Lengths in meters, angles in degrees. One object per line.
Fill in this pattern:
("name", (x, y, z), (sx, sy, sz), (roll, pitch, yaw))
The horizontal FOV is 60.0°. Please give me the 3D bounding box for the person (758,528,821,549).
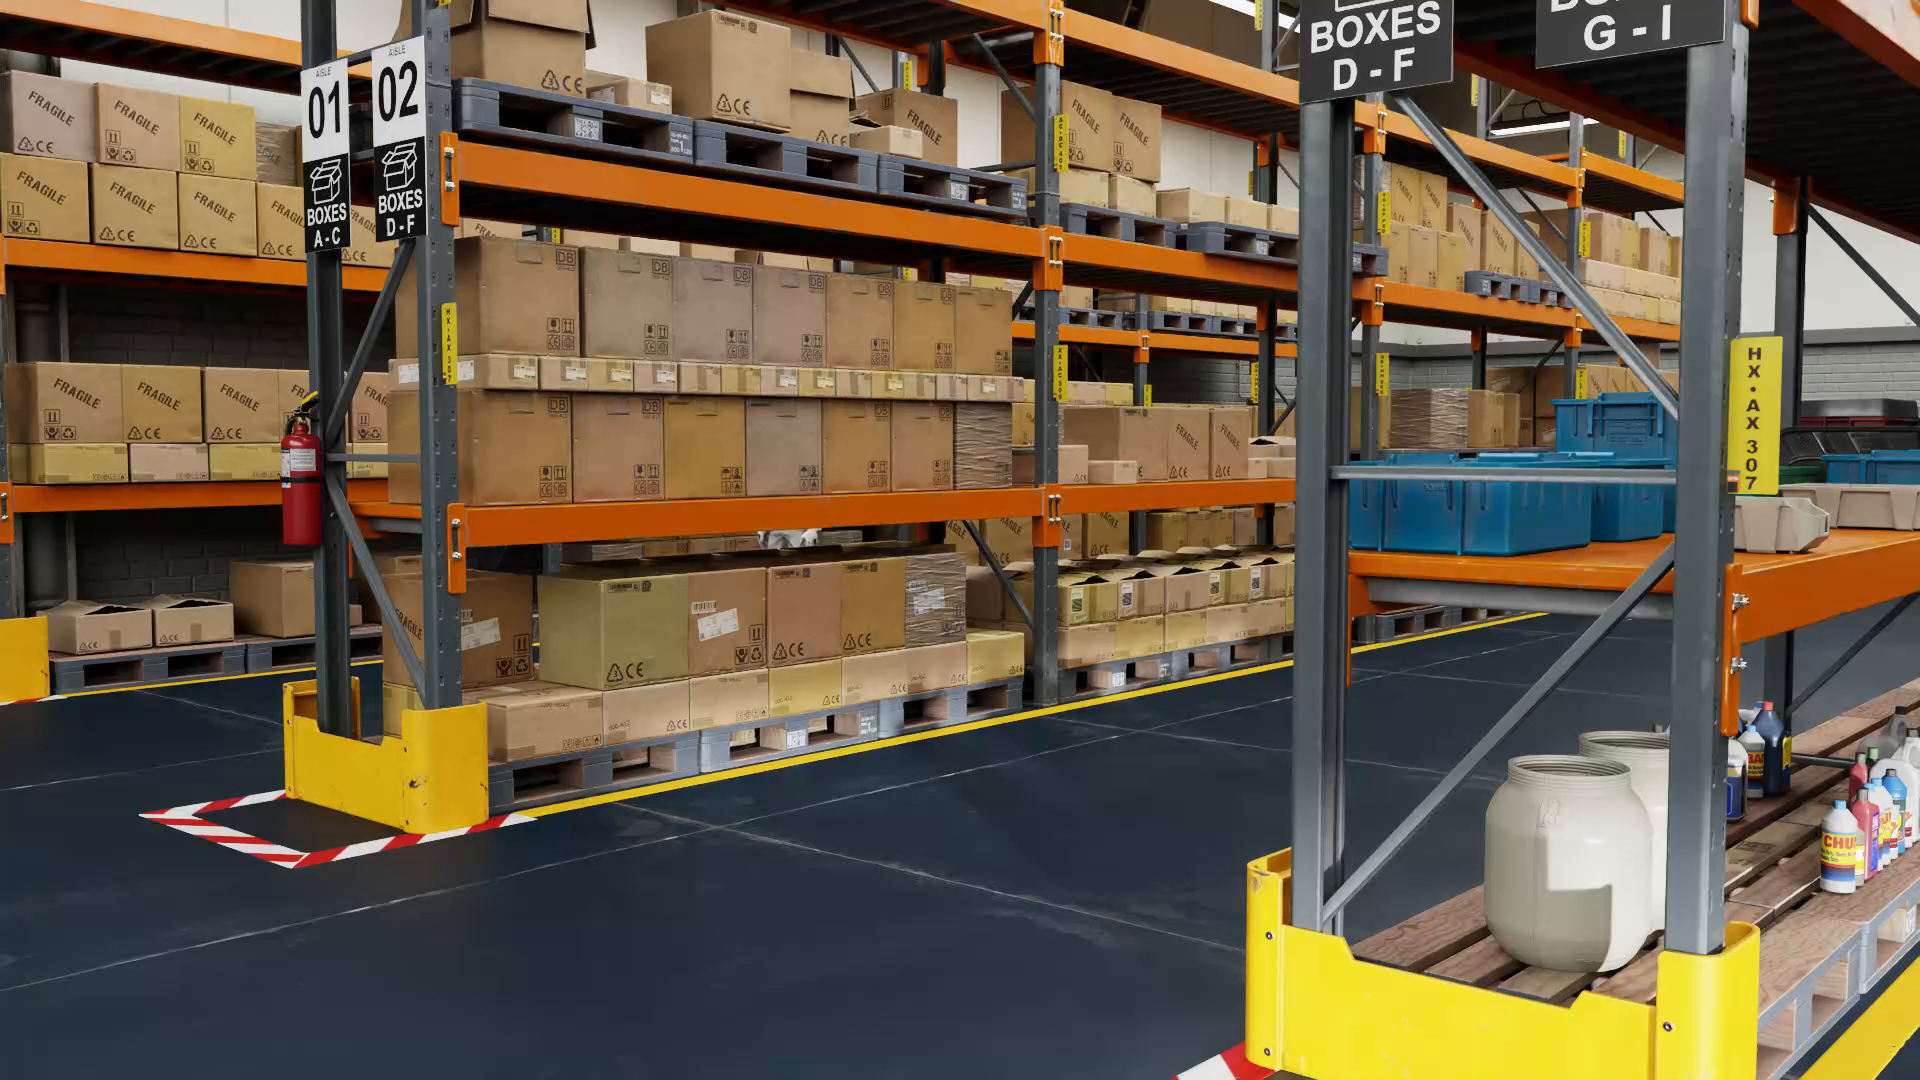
("person", (-1.278, -0.057, 12.478), (0.609, 1.779, 0.449), (3, 5, 41))
